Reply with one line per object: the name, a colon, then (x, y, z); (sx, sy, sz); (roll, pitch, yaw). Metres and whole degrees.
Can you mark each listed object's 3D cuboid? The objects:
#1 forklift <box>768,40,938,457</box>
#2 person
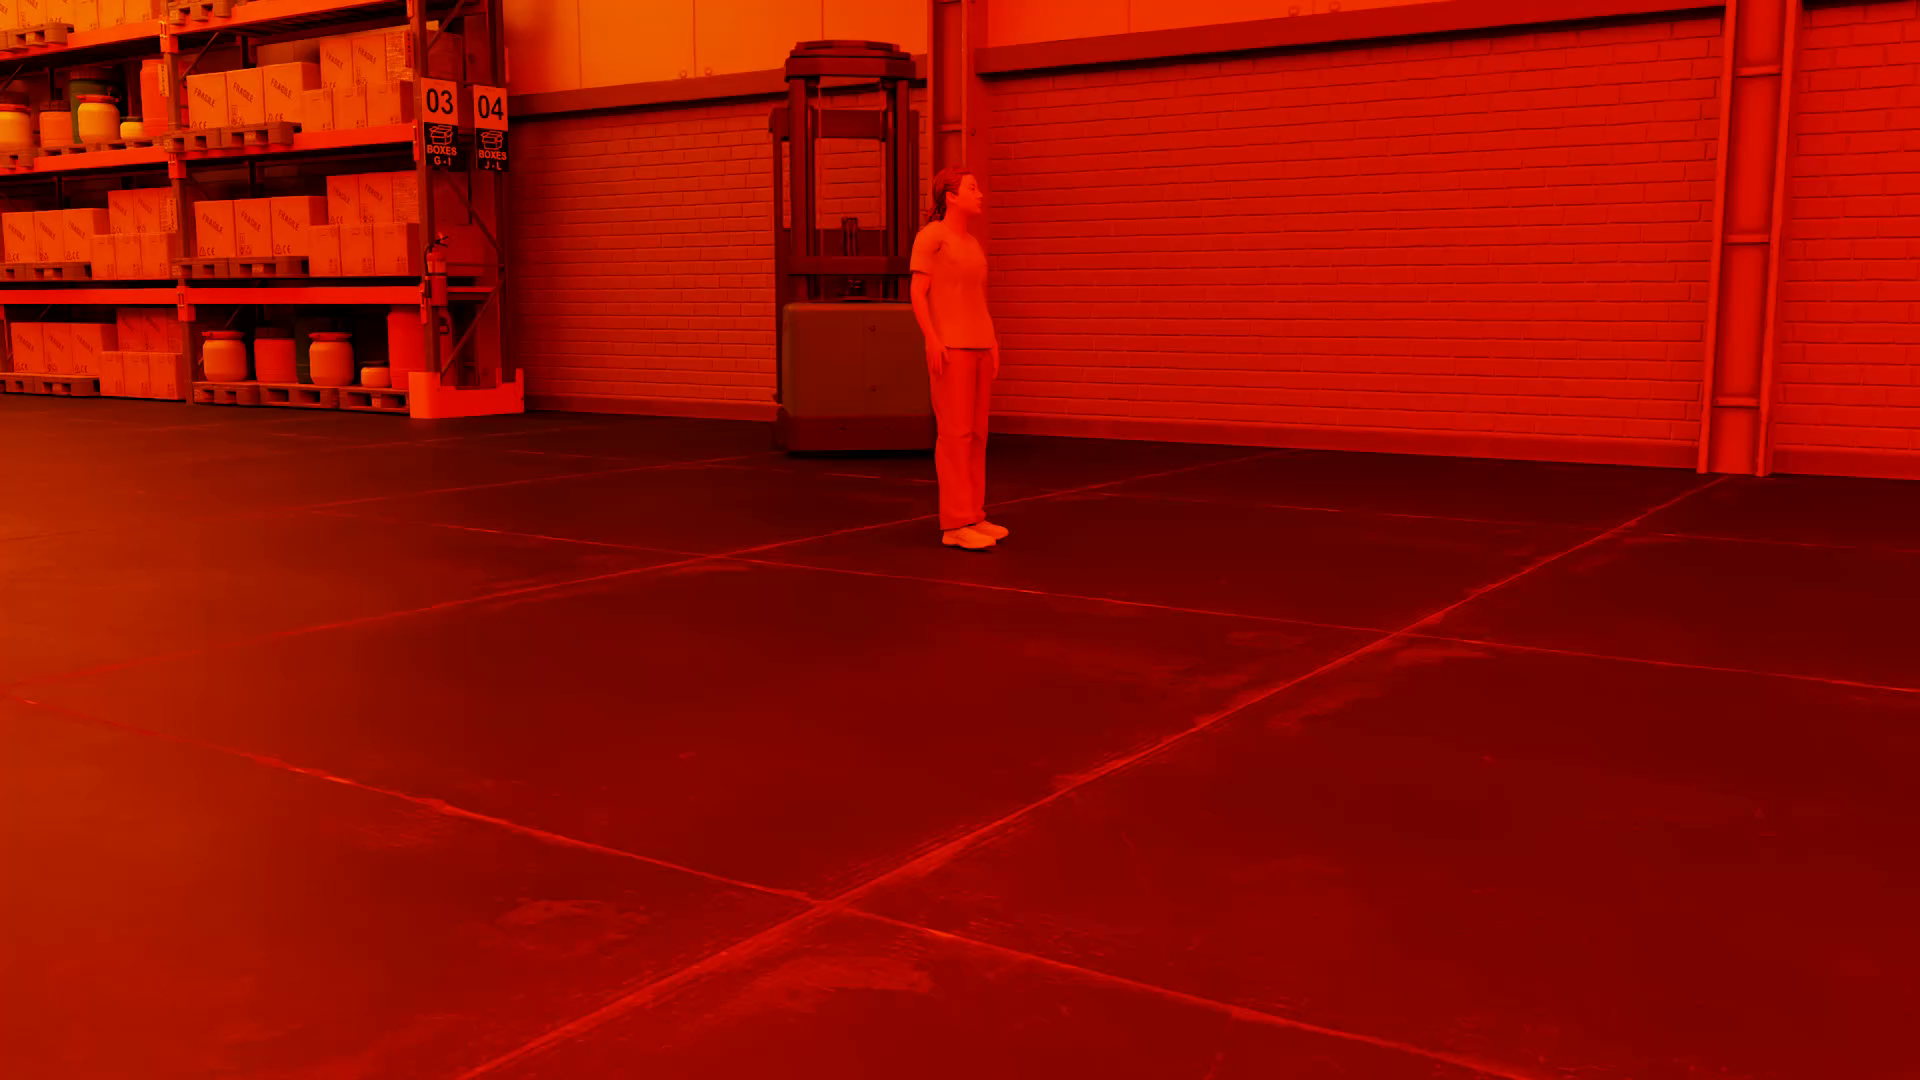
forklift: (-0.886, -2.209, 12.725); (1.130, 2.935, 3.031); (-1, 8, -9)
person: (0.055, -0.830, 7.434); (0.548, 1.673, 0.553); (5, 10, 34)
